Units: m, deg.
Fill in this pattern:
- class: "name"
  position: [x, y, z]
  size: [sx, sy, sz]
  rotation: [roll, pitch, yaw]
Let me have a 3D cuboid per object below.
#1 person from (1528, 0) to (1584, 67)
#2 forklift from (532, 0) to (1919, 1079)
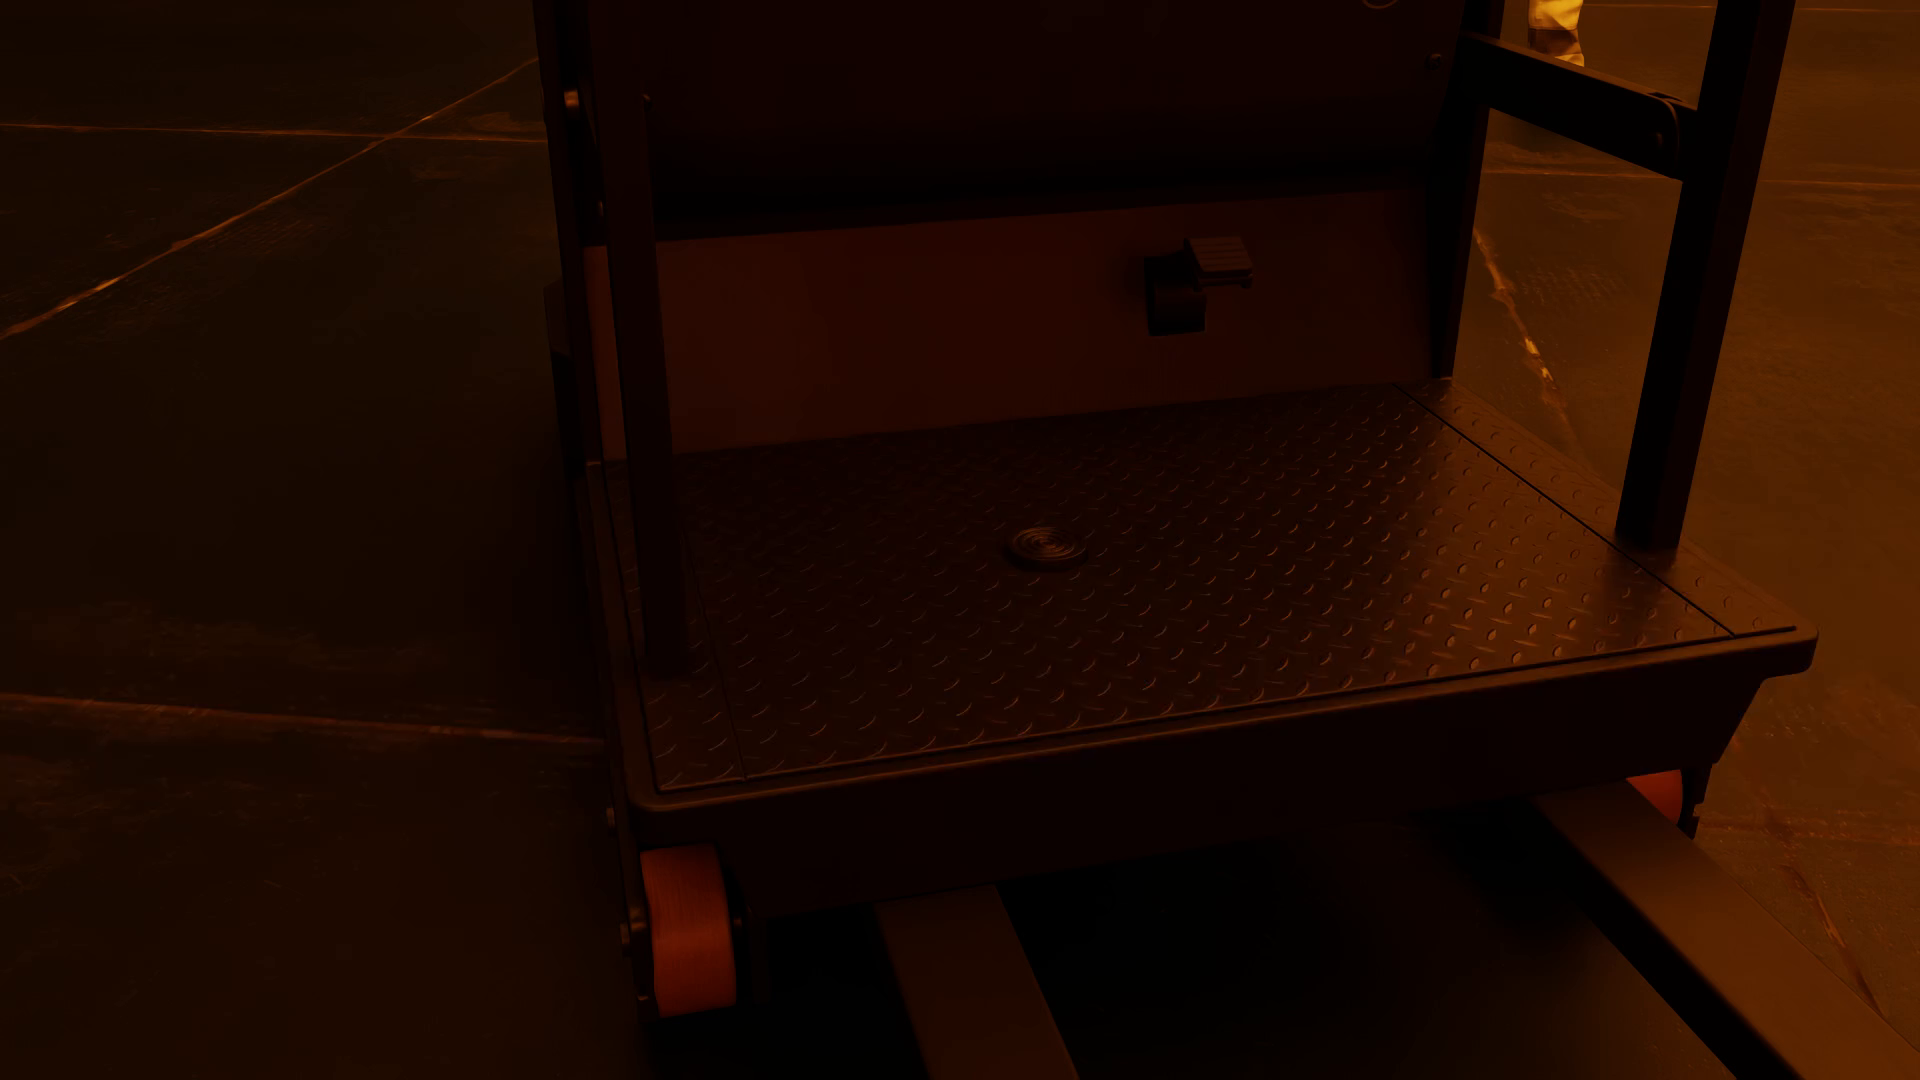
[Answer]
- class: "person"
  position: [1.911, -2.183, 4.855]
  size: [0.566, 1.786, 0.637]
  rotation: [20, 33, 35]
- class: "forklift"
  position: [0.153, -1.049, 1.319]
  size: [1.130, 2.935, 3.031]
  rotation: [-7, 27, -13]
